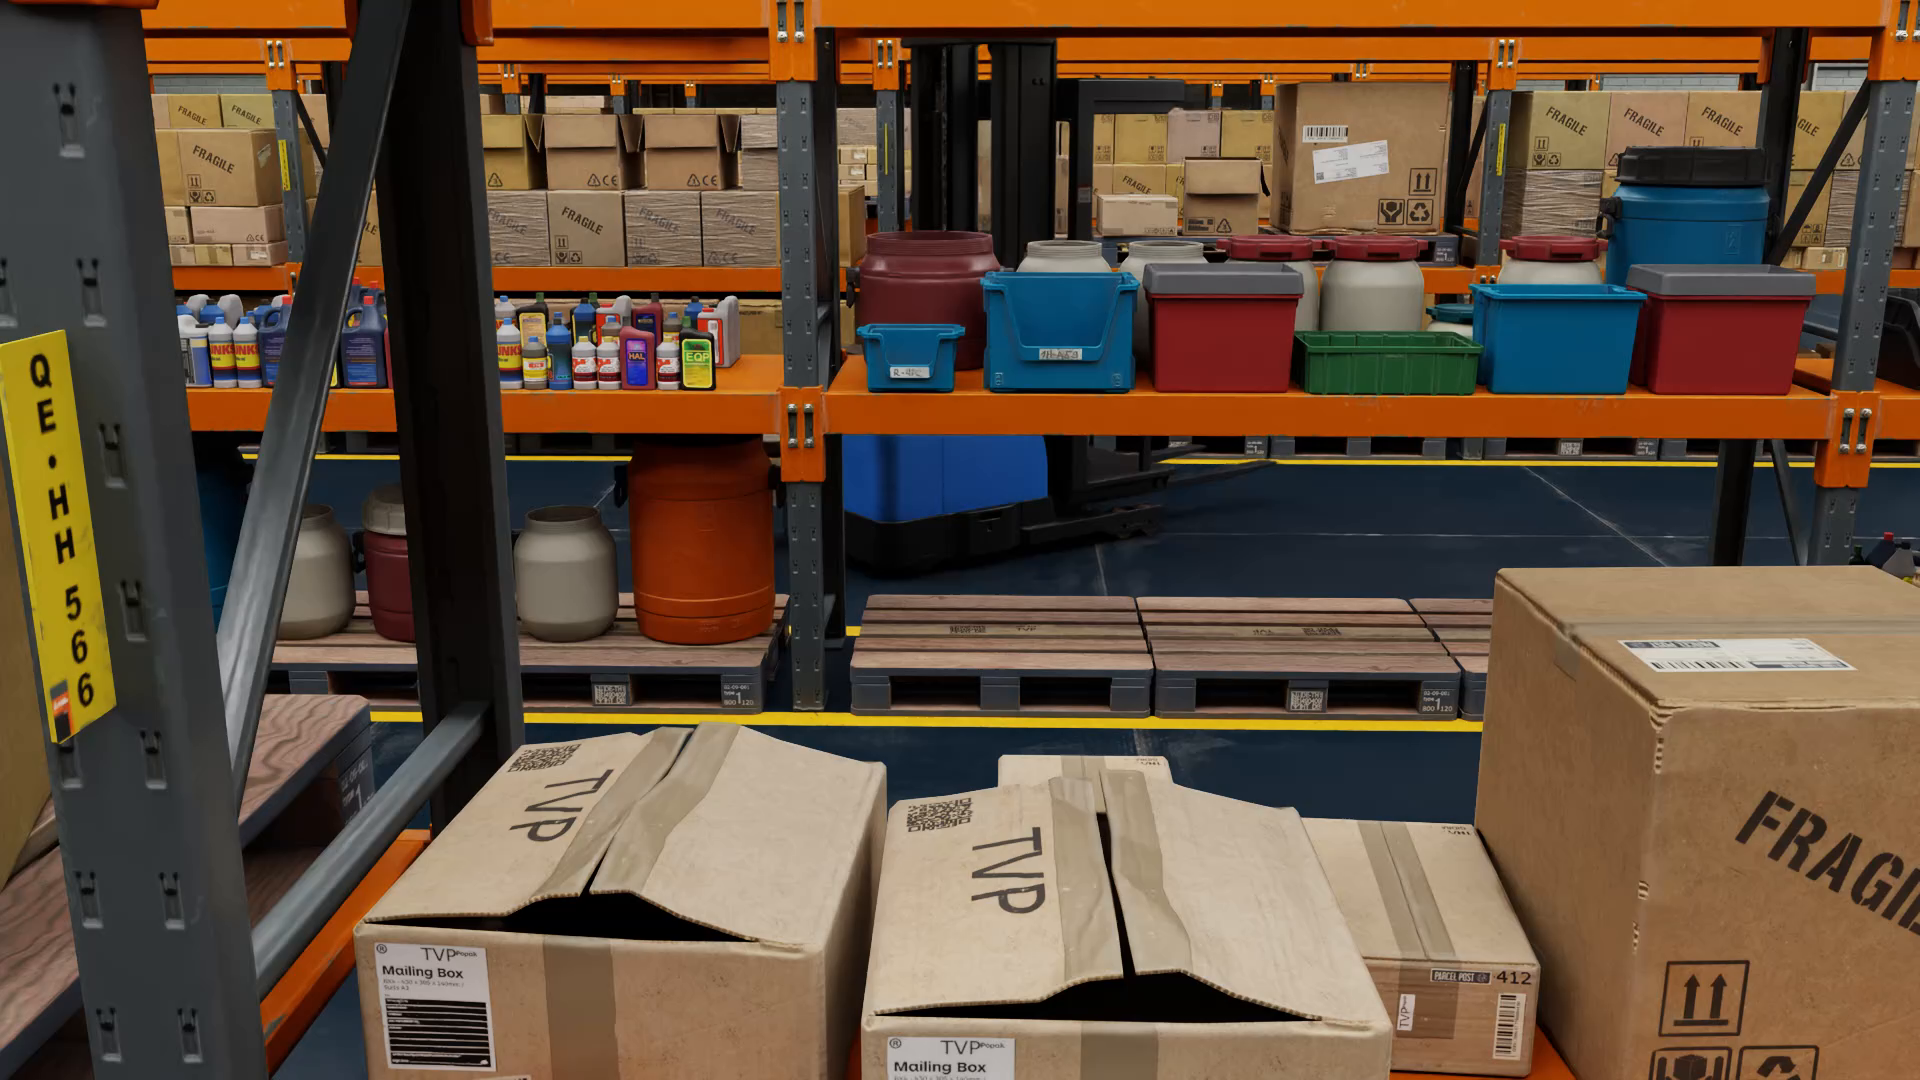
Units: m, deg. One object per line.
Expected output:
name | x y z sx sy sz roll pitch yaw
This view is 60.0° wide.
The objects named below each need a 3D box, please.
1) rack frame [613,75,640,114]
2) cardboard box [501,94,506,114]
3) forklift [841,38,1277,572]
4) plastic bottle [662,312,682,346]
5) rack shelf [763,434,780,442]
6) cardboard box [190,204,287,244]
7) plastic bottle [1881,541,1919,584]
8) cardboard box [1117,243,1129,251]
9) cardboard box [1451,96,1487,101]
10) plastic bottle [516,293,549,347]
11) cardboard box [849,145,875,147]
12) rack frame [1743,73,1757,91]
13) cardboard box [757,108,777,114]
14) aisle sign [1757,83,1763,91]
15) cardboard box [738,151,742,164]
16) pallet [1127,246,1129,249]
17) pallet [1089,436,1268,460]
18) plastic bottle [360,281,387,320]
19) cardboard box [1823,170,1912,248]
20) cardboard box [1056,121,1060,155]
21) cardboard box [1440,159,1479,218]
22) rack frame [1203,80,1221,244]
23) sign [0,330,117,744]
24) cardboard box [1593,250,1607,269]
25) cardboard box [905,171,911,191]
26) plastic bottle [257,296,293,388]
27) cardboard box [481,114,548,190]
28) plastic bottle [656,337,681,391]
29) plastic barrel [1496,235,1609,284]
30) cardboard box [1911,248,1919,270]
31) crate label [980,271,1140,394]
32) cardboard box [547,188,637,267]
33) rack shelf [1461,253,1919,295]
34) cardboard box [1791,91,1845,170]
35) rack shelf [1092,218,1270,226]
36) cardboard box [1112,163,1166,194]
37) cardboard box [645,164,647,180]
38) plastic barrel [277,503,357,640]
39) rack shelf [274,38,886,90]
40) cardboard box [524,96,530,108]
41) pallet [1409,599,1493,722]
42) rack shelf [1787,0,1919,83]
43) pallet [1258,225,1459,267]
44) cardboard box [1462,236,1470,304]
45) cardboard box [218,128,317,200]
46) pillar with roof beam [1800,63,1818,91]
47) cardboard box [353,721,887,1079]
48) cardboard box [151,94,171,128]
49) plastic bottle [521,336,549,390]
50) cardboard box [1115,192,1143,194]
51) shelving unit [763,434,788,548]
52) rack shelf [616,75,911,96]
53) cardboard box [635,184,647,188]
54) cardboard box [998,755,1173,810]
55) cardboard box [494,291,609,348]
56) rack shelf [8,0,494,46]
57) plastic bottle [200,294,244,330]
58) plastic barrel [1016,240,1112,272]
rack frame | -4.218 -4.700 21.273 0.127 3.000 1.000 0 15 1
cardboard box | -4.688 -4.177 16.554 0.500 0.500 0.500 1 15 3
forklift | 0.541 -1.525 9.373 3.031 2.935 1.130 -10 18 -35
plastic bottle | -1.236 -0.881 7.188 0.097 0.201 0.097 0 15 0
rack shelf | -1.076 -0.564 9.138 0.200 0.077 0.258 -1 15 -3
cardboard box | -4.919 -2.180 11.432 0.500 0.250 0.500 0 15 0
plastic bottle | 4.047 0.178 7.114 0.185 0.351 0.144 0 15 1
cardboard box | 1.841 -3.591 21.397 0.625 0.372 0.950 1 15 3
cardboard box | 6.244 -5.227 20.533 0.500 0.500 0.700 0 15 1
plastic bottle | -1.849 -0.929 7.210 0.133 0.283 0.061 0 15 1
cardboard box | -0.971 -3.833 16.492 0.250 0.149 0.380 0 15 0
rack frame | 7.753 -3.358 16.189 0.127 3.000 1.000 0 15 1
cardboard box | -2.258 -5.153 20.836 0.500 0.500 0.500 0 15 1
aisle sign | 7.831 -4.691 16.146 0.004 0.787 0.394 0 15 1
cardboard box | -2.039 -3.675 15.892 0.250 0.149 0.380 1 15 4
pallet | 3.165 -4.560 26.209 1.213 0.211 1.003 0 15 1
pallet | 1.525 -0.784 11.897 1.213 0.211 1.003 0 15 1
plastic bottle | -2.439 -0.916 7.028 0.185 0.351 0.144 0 15 1
cardboard box | 5.974 -2.284 11.337 0.500 0.500 0.875 0 15 1
cardboard box | 0.709 -3.934 16.215 0.500 0.500 0.700 0 15 1
cardboard box | 4.673 -3.460 16.280 0.550 0.550 0.875 0 15 1
rack frame | 3.902 -5.913 25.873 0.127 3.000 1.000 0 15 1
sign | -0.734 -0.003 1.357 0.005 0.325 0.100 0 15 1
cardboard box | 4.234 -1.921 11.234 0.250 0.149 0.380 0 15 1
cardboard box | -0.732 -4.538 20.955 0.500 0.250 0.500 0 15 -1
plastic bottle | -2.633 -0.774 6.492 0.185 0.351 0.144 0 15 1
cardboard box | -3.147 -2.696 11.517 0.637 0.503 0.797 1 15 2
plastic bottle | -1.129 -0.686 6.451 0.097 0.201 0.097 0 15 0
plastic barrel | 2.449 -0.985 6.927 0.433 0.535 0.433 0 15 0
cardboard box | 6.484 -1.918 11.221 0.250 0.149 0.380 0 15 1
crate label | 0.387 -0.825 6.517 0.616 0.435 0.502 0 15 1
cardboard box | -2.498 -2.145 11.396 0.500 0.500 0.500 1 15 2
rack shelf | 5.526 -1.759 11.539 4.000 0.370 1.077 0 15 1
cardboard box | 5.469 -2.721 11.036 0.500 0.500 0.500 0 15 1
rack shelf | 1.755 -3.050 16.429 4.000 0.370 1.077 0 15 1
cardboard box | 1.708 -3.377 16.065 0.500 0.500 0.500 0 15 1
cardboard box | -3.084 -3.538 15.955 0.250 0.149 0.380 0 15 -1
plastic barrel | -2.784 0.130 7.022 0.421 0.512 0.421 0 15 0
rack shelf | -2.472 -3.262 11.353 4.000 0.370 1.077 0 15 1
cardboard box | -5.297 -5.496 20.866 0.250 0.149 0.380 0 15 1
pallet | 2.614 0.496 7.046 1.213 0.211 1.003 0 15 1
rack shelf | 5.399 -1.947 6.368 4.000 0.370 1.077 0 15 1
pallet | 2.766 -2.070 11.680 1.213 0.211 1.003 0 15 1
cardboard box | 5.282 -2.533 16.404 0.875 0.875 0.875 0 15 2
cardboard box | -4.943 -2.675 11.838 0.500 0.500 0.500 0 15 1
pillar with roof beam | 13.116 -7.885 21.588 0.400 9.000 9.100 0 15 1
cardboard box | -0.367 0.437 1.980 0.500 0.311 0.500 1 15 5
cardboard box | -7.800 -4.068 16.138 0.500 0.500 0.500 0 15 1
plastic bottle | -1.652 -0.690 6.464 0.097 0.201 0.097 0 15 0
cardboard box | 1.201 -2.342 11.778 0.258 0.266 0.396 0 15 0
shelving unit | -1.075 -0.422 9.175 0.210 0.900 0.258 -1 15 -3
rack shelf | -2.219 -5.789 20.932 4.000 0.370 1.077 0 15 1
cardboard box | -2.479 -2.276 11.891 0.500 0.500 0.500 0 15 2
cardboard box | 0.177 0.437 2.296 0.250 0.149 0.380 0 15 1
cardboard box | -2.938 -1.343 11.893 0.875 0.875 1.225 0 15 -1
rack shelf | 1.270 -0.709 1.679 4.000 0.370 1.077 0 15 1
plastic bottle | -3.192 -0.923 7.200 0.135 0.276 0.152 0 15 1
plastic barrel | 0.435 -0.985 6.974 0.421 0.512 0.421 0 15 0
